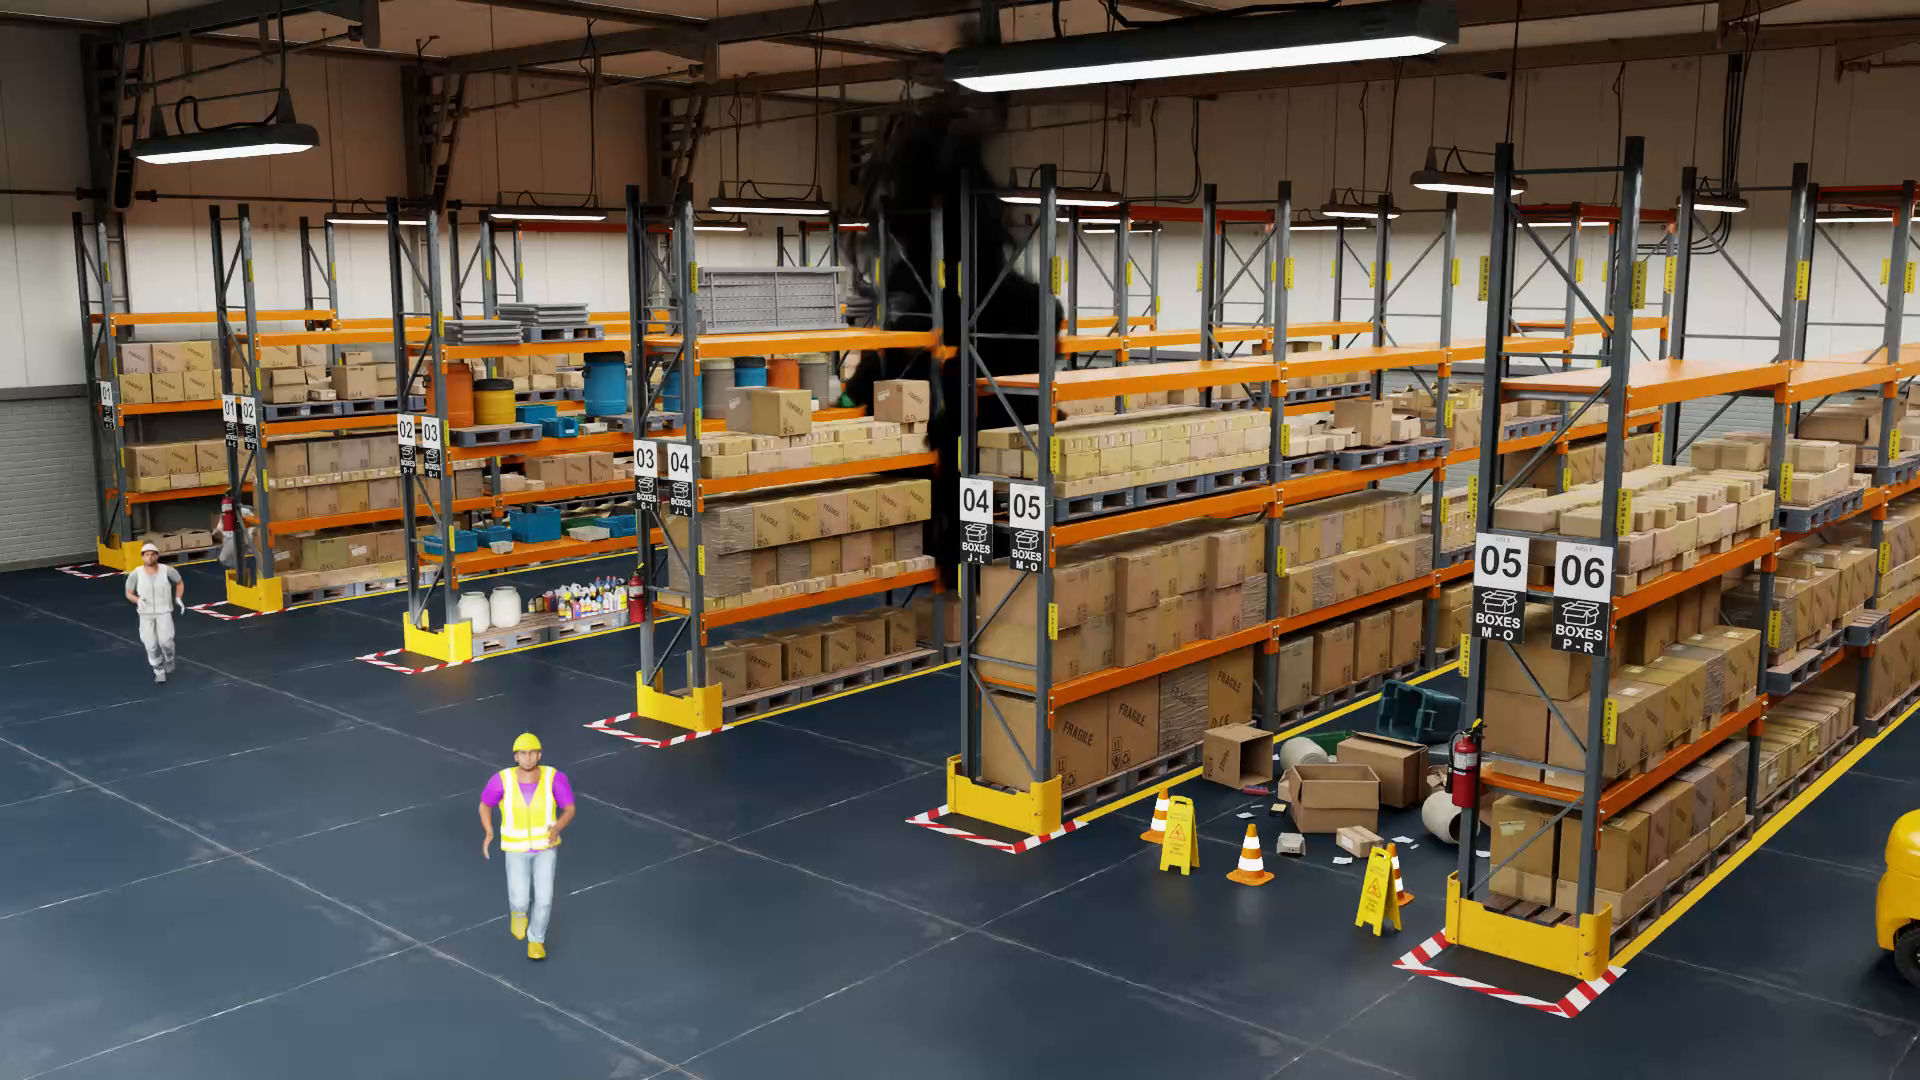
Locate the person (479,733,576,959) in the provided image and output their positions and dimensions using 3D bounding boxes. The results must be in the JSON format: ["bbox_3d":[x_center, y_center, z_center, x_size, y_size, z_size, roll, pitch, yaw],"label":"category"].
[{"bbox_3d":[-3.201,2.284,12.377,0.698,1.720,0.576,-3,10,-17],"label":"person"}]

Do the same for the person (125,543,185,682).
[{"bbox_3d":[-9.919,0.913,20.509,0.649,1.744,0.577,-4,10,-22],"label":"person"}]

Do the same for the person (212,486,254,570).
[{"bbox_3d":[-11.589,-0.048,26.537,0.674,1.645,0.590,7,12,35],"label":"person"}]
